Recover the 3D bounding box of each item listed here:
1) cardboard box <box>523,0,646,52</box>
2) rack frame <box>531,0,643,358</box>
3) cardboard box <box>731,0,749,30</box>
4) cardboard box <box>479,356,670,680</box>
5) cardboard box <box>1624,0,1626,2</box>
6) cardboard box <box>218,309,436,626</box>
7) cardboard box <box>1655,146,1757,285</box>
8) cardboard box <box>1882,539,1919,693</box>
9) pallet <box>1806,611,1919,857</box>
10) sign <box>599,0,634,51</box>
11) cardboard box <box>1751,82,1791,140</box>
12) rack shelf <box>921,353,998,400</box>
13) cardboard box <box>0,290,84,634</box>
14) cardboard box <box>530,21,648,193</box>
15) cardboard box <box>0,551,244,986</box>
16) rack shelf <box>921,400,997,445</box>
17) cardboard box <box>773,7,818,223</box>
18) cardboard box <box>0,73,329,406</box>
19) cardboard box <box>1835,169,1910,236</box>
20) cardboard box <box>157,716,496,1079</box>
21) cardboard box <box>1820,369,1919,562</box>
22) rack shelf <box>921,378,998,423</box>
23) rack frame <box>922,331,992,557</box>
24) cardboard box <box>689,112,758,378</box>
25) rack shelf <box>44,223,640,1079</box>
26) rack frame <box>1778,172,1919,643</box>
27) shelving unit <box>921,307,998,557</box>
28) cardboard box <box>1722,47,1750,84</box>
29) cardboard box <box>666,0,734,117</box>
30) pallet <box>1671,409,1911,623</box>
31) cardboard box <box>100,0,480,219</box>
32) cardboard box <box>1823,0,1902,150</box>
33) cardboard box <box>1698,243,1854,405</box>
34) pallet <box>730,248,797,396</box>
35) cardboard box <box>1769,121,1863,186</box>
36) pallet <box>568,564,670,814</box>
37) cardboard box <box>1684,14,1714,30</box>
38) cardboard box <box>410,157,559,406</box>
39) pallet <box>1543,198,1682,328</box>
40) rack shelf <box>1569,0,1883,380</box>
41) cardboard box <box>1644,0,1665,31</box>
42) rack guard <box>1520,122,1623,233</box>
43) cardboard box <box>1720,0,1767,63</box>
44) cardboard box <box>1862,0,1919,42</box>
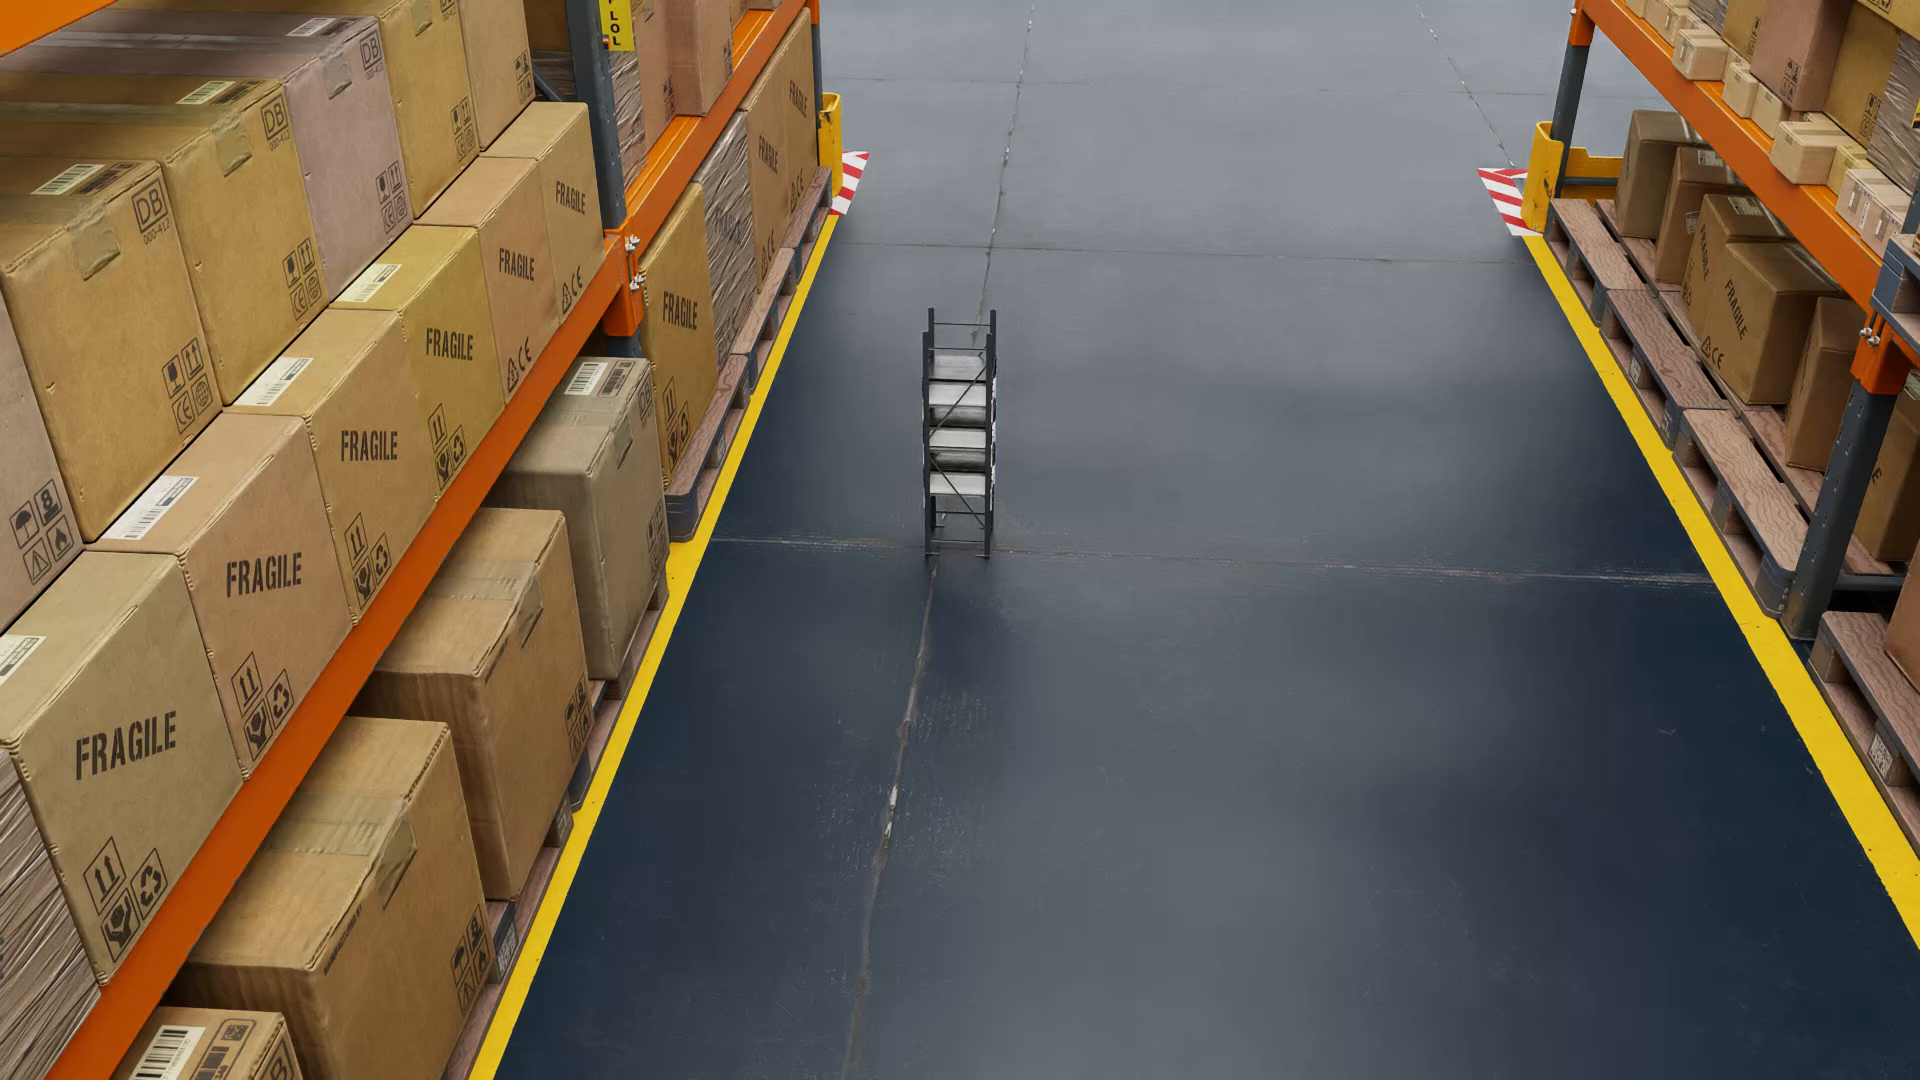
[{"bbox_3d":[-1.529,-1.919,5.333,0.875,0.550,0.550,2,32,4],"label":"cardboard box"},{"bbox_3d":[-1.593,-1.204,5.345,1.000,3.000,0.127,2,32,4],"label":"rack frame"},{"bbox_3d":[-1.447,-2.588,7.447,0.875,0.550,0.550,2,32,4],"label":"cardboard box"},{"bbox_3d":[-1.554,-0.097,5.292,1.050,0.750,0.750,2,32,4],"label":"cardboard box"},{"bbox_3d":[3.367,-2.655,7.939,0.380,0.149,0.250,2,32,4],"label":"cardboard box"},{"bbox_3d":[-1.491,-0.168,3.569,0.500,0.500,0.500,2,32,3],"label":"cardboard box"},{"bbox_3d":[3.586,-1.506,7.817,0.500,0.500,0.500,11,33,17],"label":"cardboard box"},{"bbox_3d":[3.270,0.258,4.936,0.700,0.500,0.500,0,32,0],"label":"cardboard box"},{"bbox_3d":[3.280,0.655,4.986,1.003,0.211,1.213,2,32,4],"label":"pallet"},{"bbox_3d":[-1.052,-1.645,5.032,0.100,0.325,0.005,2,32,4],"label":"sign"},{"bbox_3d":[3.218,-1.609,6.241,0.380,0.149,0.250,2,32,4],"label":"cardboard box"},{"bbox_3d":[-0.001,-0.580,5.883,0.258,0.077,0.200,2,32,4],"label":"rack shelf"},{"bbox_3d":[-1.833,-0.080,2.472,0.700,0.500,0.500,2,32,3],"label":"cardboard box"},{"bbox_3d":[-1.575,-1.461,5.619,0.875,0.550,0.550,2,32,4],"label":"cardboard box"},{"bbox_3d":[-1.575,0.356,2.718,0.500,0.500,0.500,2,32,4],"label":"cardboard box"},{"bbox_3d":[-0.001,-0.427,5.977,0.258,0.077,0.200,2,32,4],"label":"rack shelf"},{"bbox_3d":[-1.257,-2.213,8.606,0.875,0.875,0.875,3,32,4],"label":"cardboard box"},{"bbox_3d":[-1.752,-0.615,3.341,0.700,0.500,0.500,2,32,3],"label":"cardboard box"},{"bbox_3d":[3.096,-1.088,5.395,0.380,0.149,0.250,2,32,4],"label":"cardboard box"},{"bbox_3d":[-1.712,0.895,3.683,1.050,0.750,0.750,3,32,5],"label":"cardboard box"},{"bbox_3d":[3.414,-0.261,5.797,0.500,0.500,0.500,2,32,2],"label":"cardboard box"},{"bbox_3d":[-0.001,-0.504,5.930,0.258,0.077,0.200,2,32,4],"label":"rack shelf"},{"bbox_3d":[-0.009,-0.326,5.921,0.240,0.900,0.006,2,32,4],"label":"rack frame"},{"bbox_3d":[-1.403,-1.276,7.086,0.875,0.875,0.875,3,32,4],"label":"cardboard box"},{"bbox_3d":[-1.756,0.148,3.837,1.077,0.370,4.000,2,32,4],"label":"rack shelf"},{"bbox_3d":[3.342,-0.939,4.915,1.000,3.000,0.127,2,32,4],"label":"rack frame"},{"bbox_3d":[-0.001,-0.379,6.007,0.258,0.900,0.210,2,32,4],"label":"shelving unit"},{"bbox_3d":[3.300,-1.869,6.662,0.380,0.149,0.250,2,32,4],"label":"cardboard box"},{"bbox_3d":[-1.392,-2.027,6.538,0.875,0.550,0.550,2,32,4],"label":"cardboard box"},{"bbox_3d":[3.361,-0.105,6.219,1.003,0.211,1.213,2,32,4],"label":"pallet"},{"bbox_3d":[-1.668,-1.143,4.198,0.700,0.500,0.500,2,32,3],"label":"cardboard box"},{"bbox_3d":[3.516,-1.601,5.610,0.875,0.500,0.500,2,32,4],"label":"cardboard box"},{"bbox_3d":[3.426,-0.889,6.816,0.500,0.500,0.500,0,32,0],"label":"cardboard box"},{"bbox_3d":[-1.357,-1.051,7.754,1.003,0.211,1.213,2,32,4],"label":"pallet"},{"bbox_3d":[3.086,-1.351,5.823,0.380,0.149,0.250,2,32,4],"label":"cardboard box"},{"bbox_3d":[-1.581,0.390,5.416,1.003,0.211,1.213,2,32,4],"label":"pallet"},{"bbox_3d":[3.312,-2.131,7.089,0.380,0.149,0.250,2,32,4],"label":"cardboard box"},{"bbox_3d":[-1.411,-0.698,4.429,0.500,0.500,0.500,2,32,3],"label":"cardboard box"},{"bbox_3d":[3.560,-1.381,8.289,1.003,0.211,1.213,2,32,4],"label":"pallet"},{"bbox_3d":[3.505,-1.679,6.801,1.077,0.370,4.000,2,32,4],"label":"rack shelf"},{"bbox_3d":[3.332,-2.394,7.514,0.380,0.149,0.250,2,32,4],"label":"cardboard box"},{"bbox_3d":[3.661,-1.927,8.901,1.175,0.500,0.348,2,32,4],"label":"rack guard"},{"bbox_3d":[3.538,-2.127,6.463,0.875,0.500,0.500,2,32,4],"label":"cardboard box"},{"bbox_3d":[3.104,-1.781,4.950,0.500,0.500,0.500,2,32,4],"label":"cardboard box"}]
